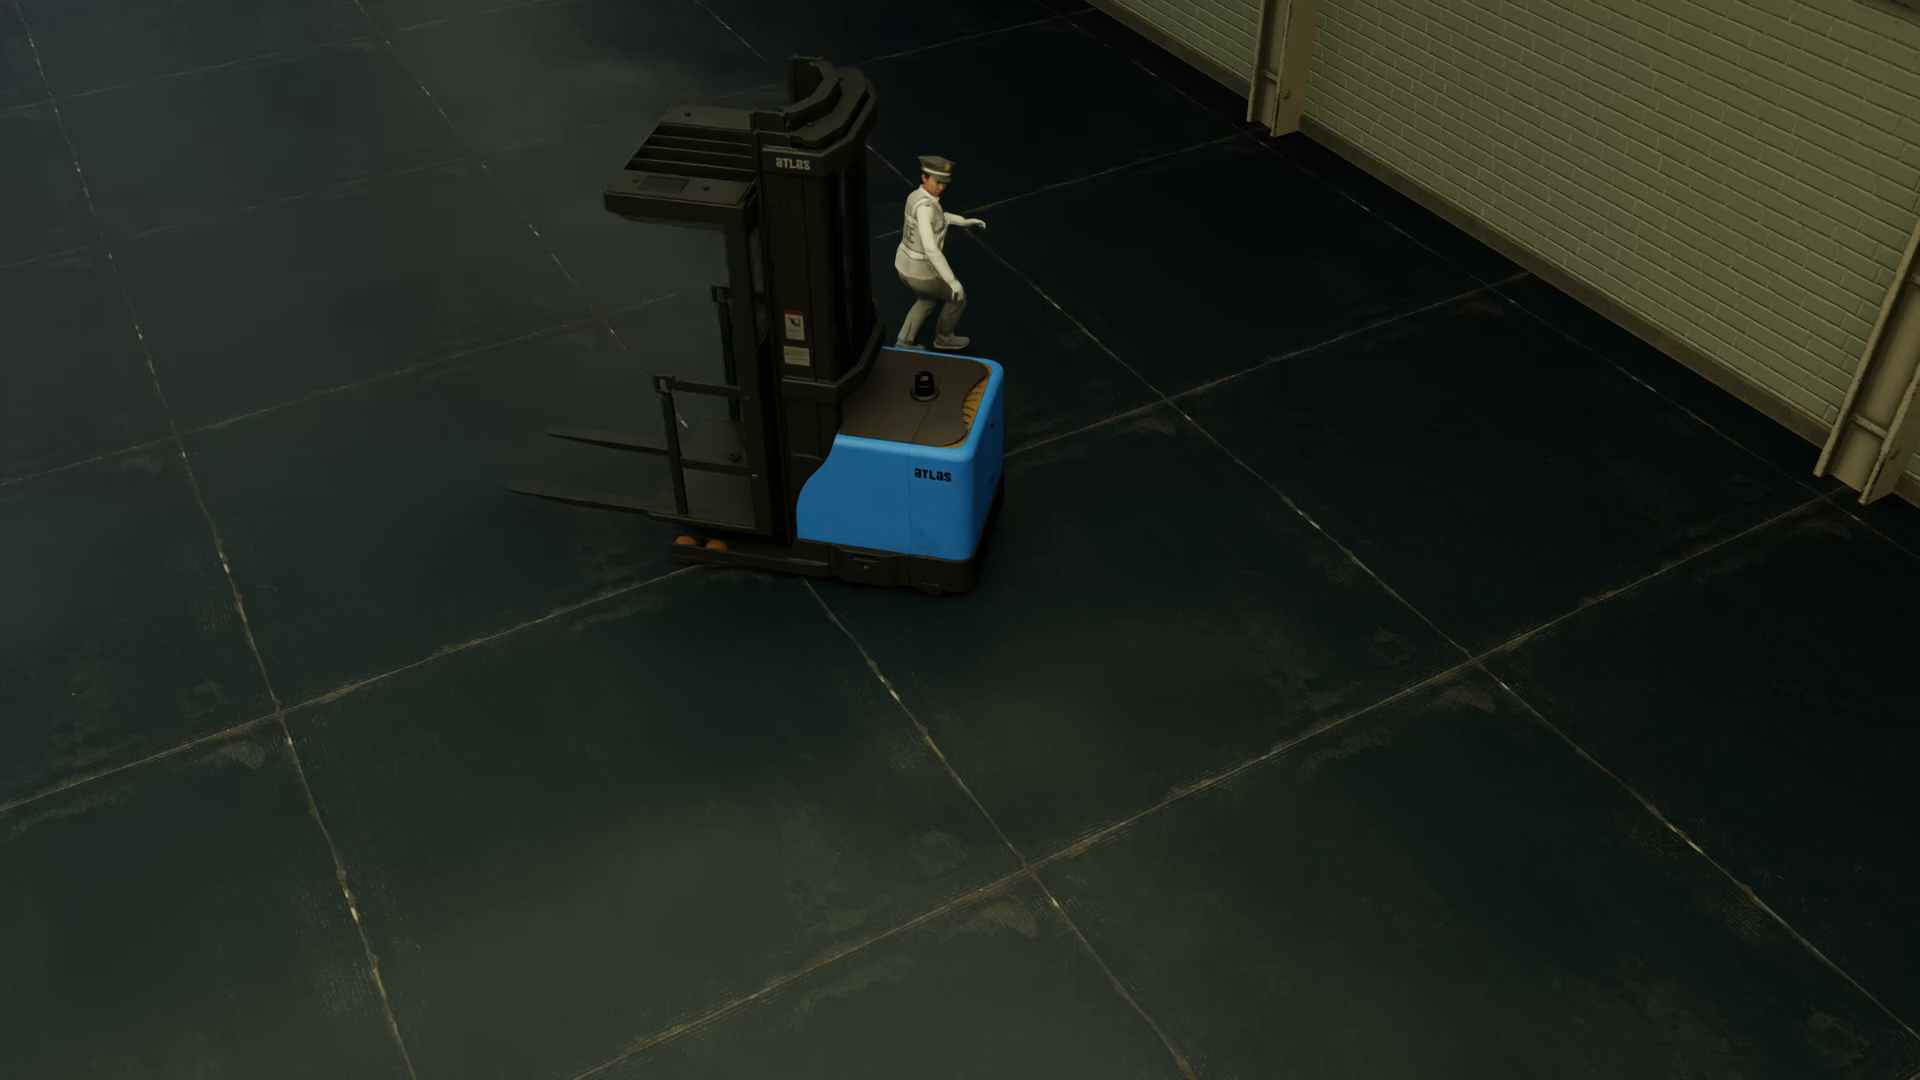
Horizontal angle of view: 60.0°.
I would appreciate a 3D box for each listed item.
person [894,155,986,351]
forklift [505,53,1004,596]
[{"bbox_3d":[-0.104,-1.881,11.400,0.802,1.552,0.814,-19,43,-21],"label":"person"},{"bbox_3d":[-1.294,-1.282,9.582,3.031,2.935,1.130,8,40,10],"label":"forklift"}]
